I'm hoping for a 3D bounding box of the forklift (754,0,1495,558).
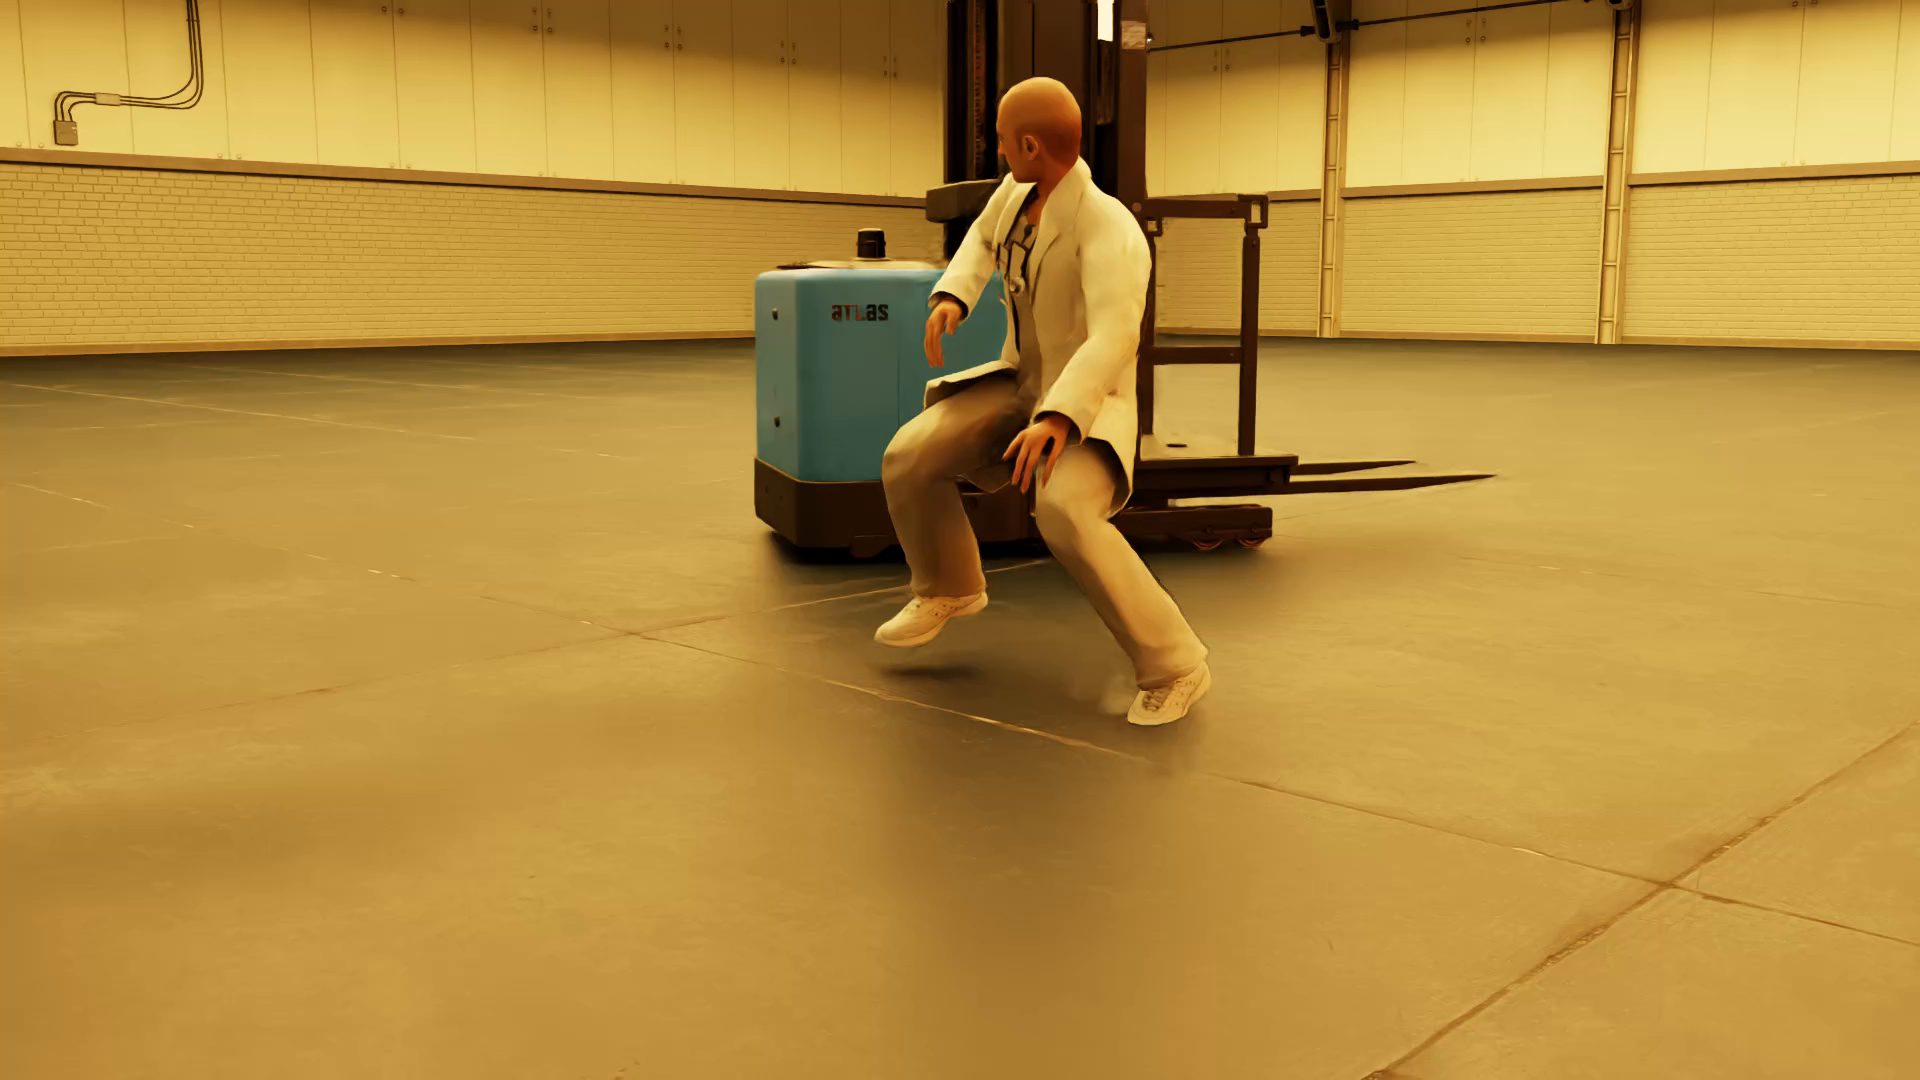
[{"bbox_3d":[0.722,-1.485,6.733,3.031,2.935,1.130,-3,9,-17],"label":"forklift"}]

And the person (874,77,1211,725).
[{"bbox_3d":[0.181,-0.332,4.100,0.782,1.560,0.917,-8,11,-41],"label":"person"}]
